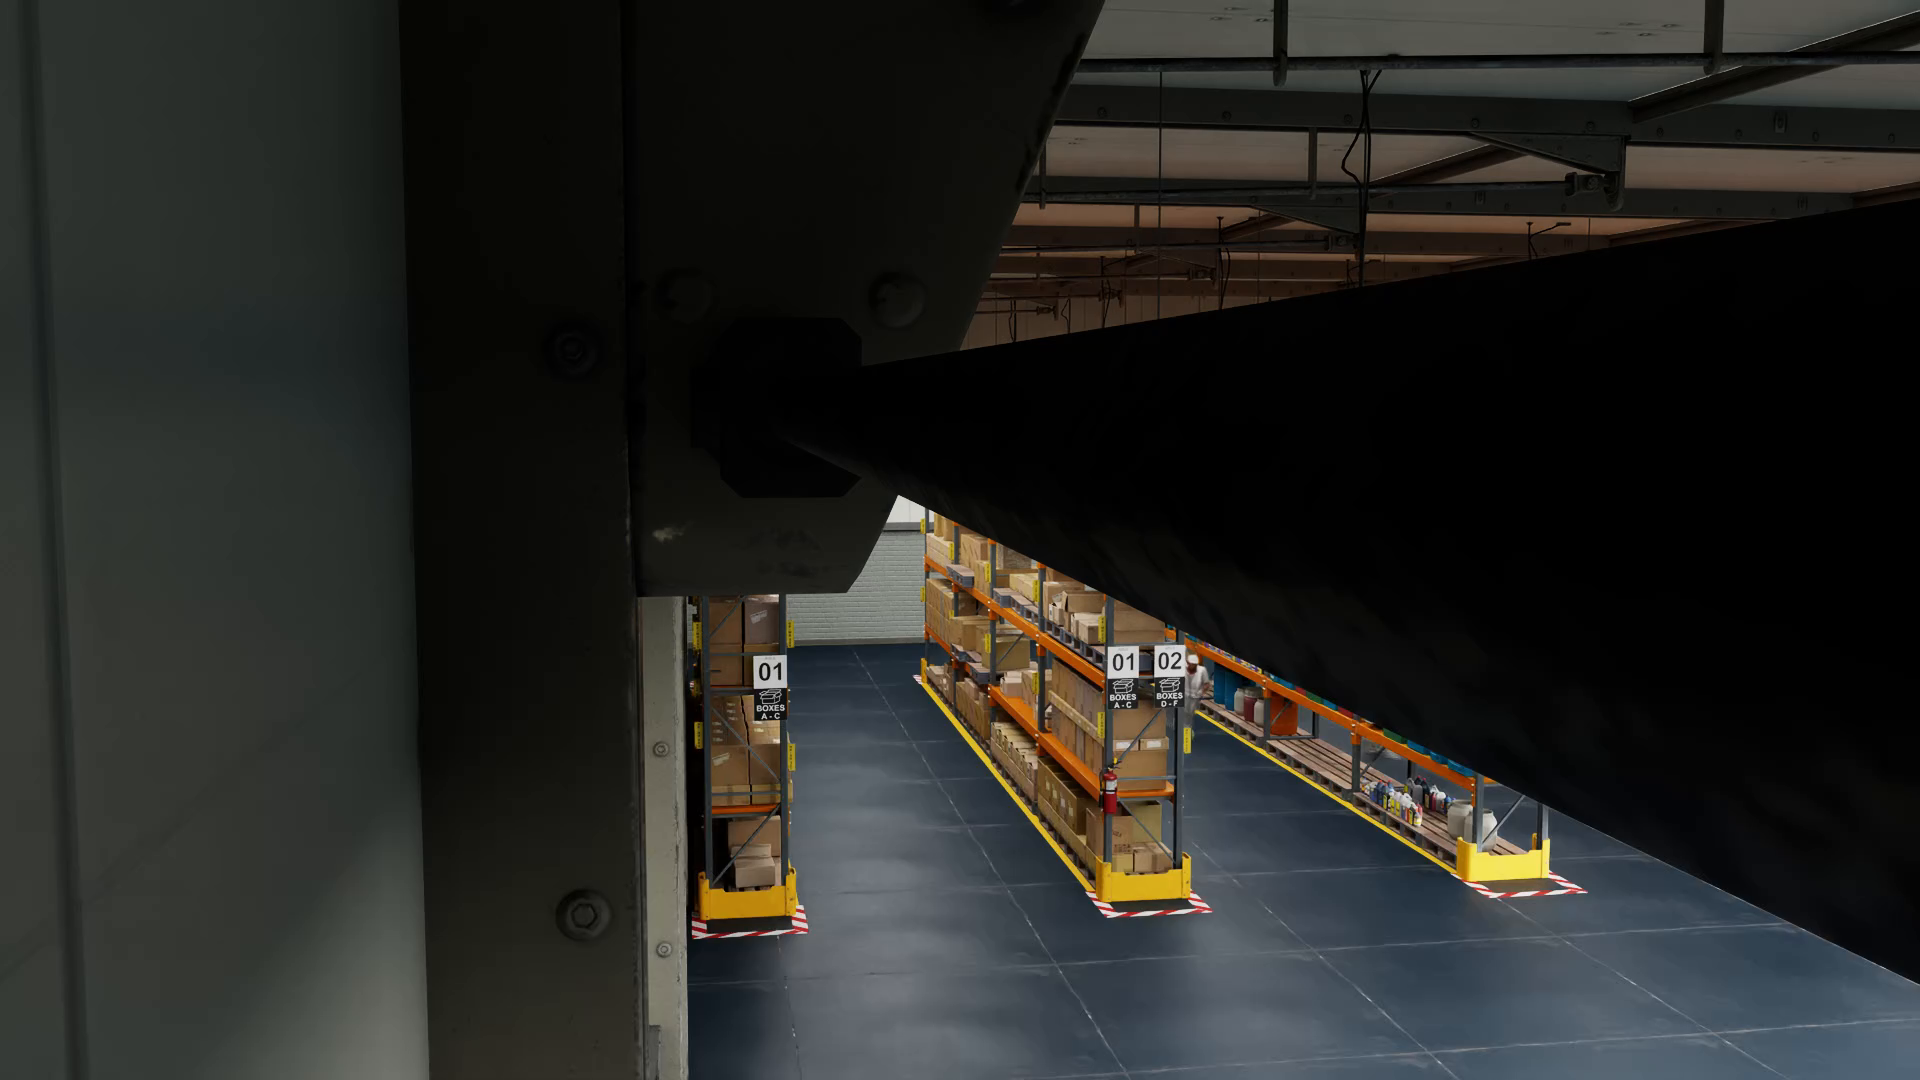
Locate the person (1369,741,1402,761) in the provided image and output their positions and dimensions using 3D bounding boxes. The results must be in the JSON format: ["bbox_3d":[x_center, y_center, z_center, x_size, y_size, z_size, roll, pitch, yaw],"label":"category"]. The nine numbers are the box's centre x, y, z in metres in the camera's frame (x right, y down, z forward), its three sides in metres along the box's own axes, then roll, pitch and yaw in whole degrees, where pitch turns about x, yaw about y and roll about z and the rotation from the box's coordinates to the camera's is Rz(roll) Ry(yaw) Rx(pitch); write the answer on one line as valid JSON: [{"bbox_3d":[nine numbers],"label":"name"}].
[{"bbox_3d":[7.494,2.996,28.896,0.822,1.611,0.633,3,6,30],"label":"person"}]

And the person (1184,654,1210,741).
[{"bbox_3d":[4.212,2.827,30.456,0.711,1.602,1.097,0,5,6],"label":"person"}]
